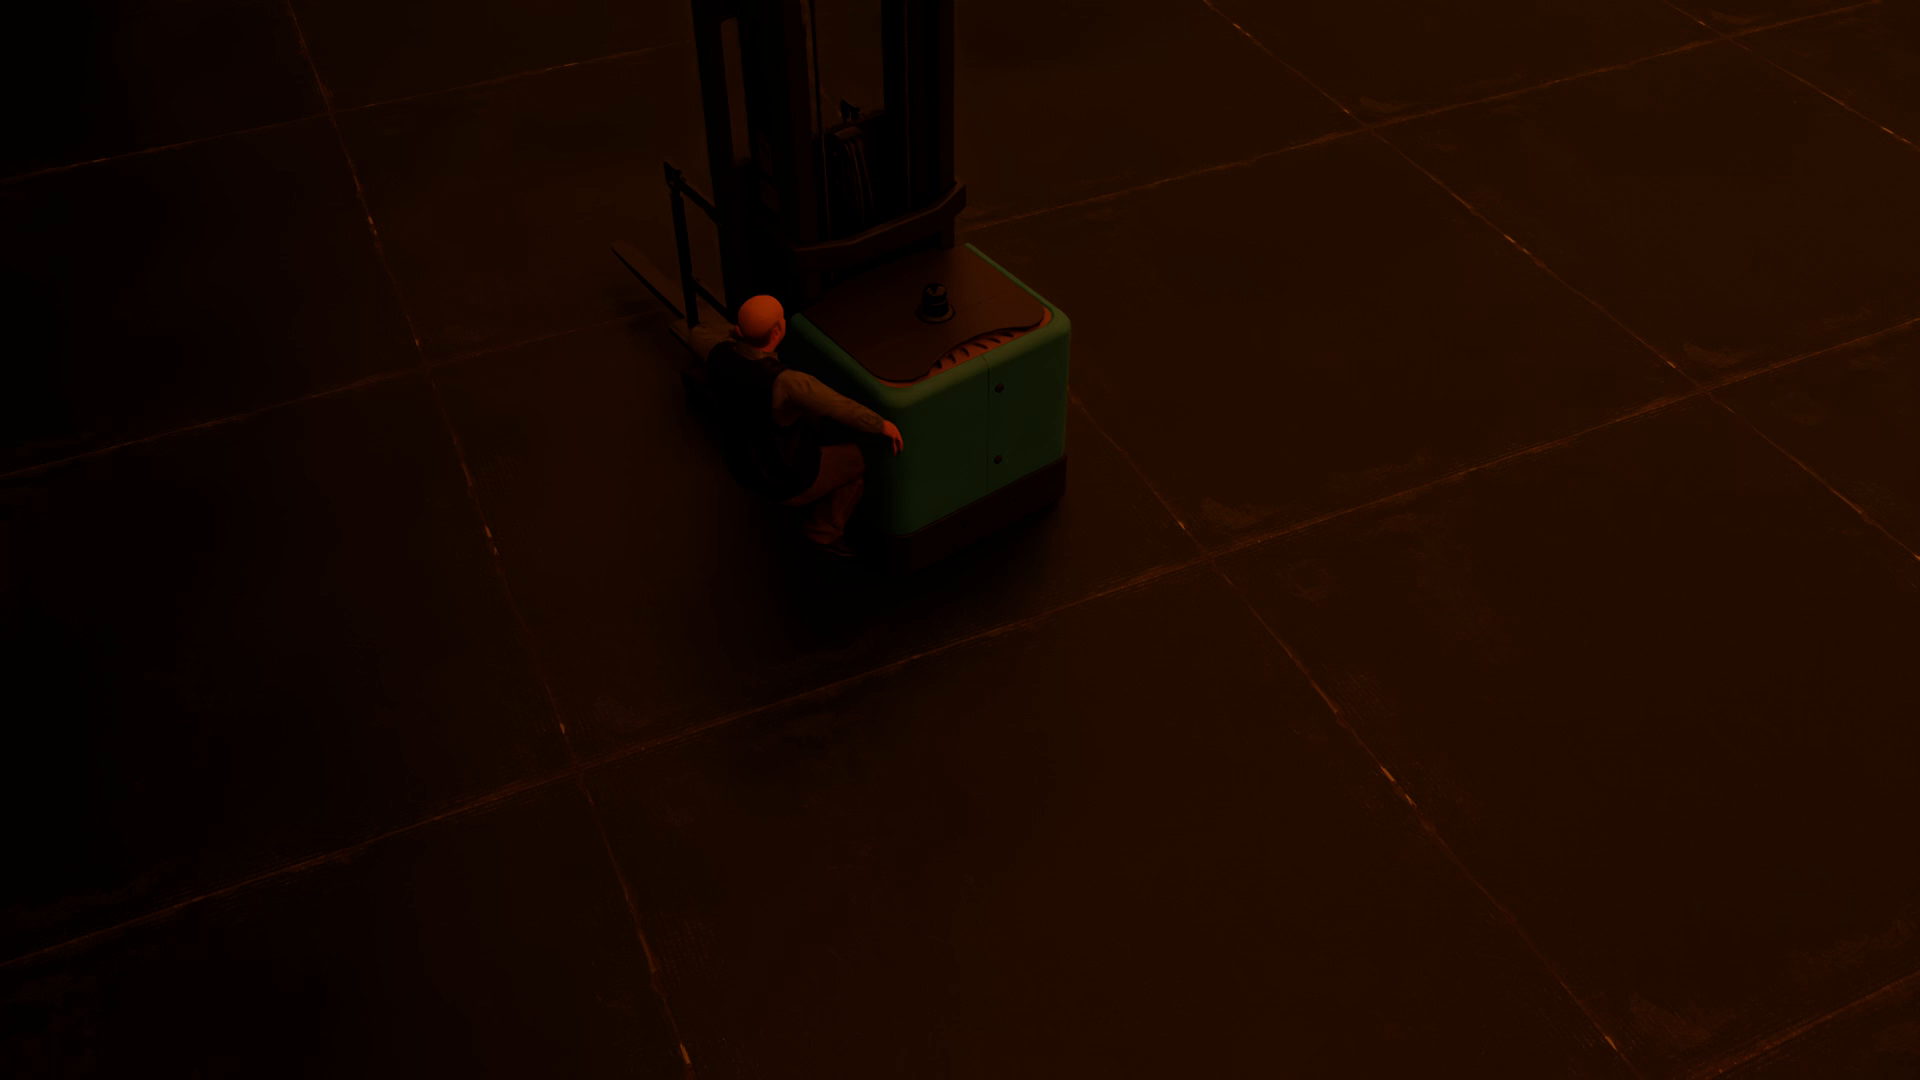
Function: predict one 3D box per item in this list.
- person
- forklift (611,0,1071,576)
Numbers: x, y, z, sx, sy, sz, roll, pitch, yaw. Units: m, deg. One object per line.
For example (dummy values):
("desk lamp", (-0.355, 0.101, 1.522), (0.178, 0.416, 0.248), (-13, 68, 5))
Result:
("person", (-0.667, -0.516, 7.217), (1.074, 1.464, 0.848), (30, 51, 28))
("forklift", (-0.776, -1.869, 7.683), (1.130, 2.935, 3.031), (-27, 49, -26))
